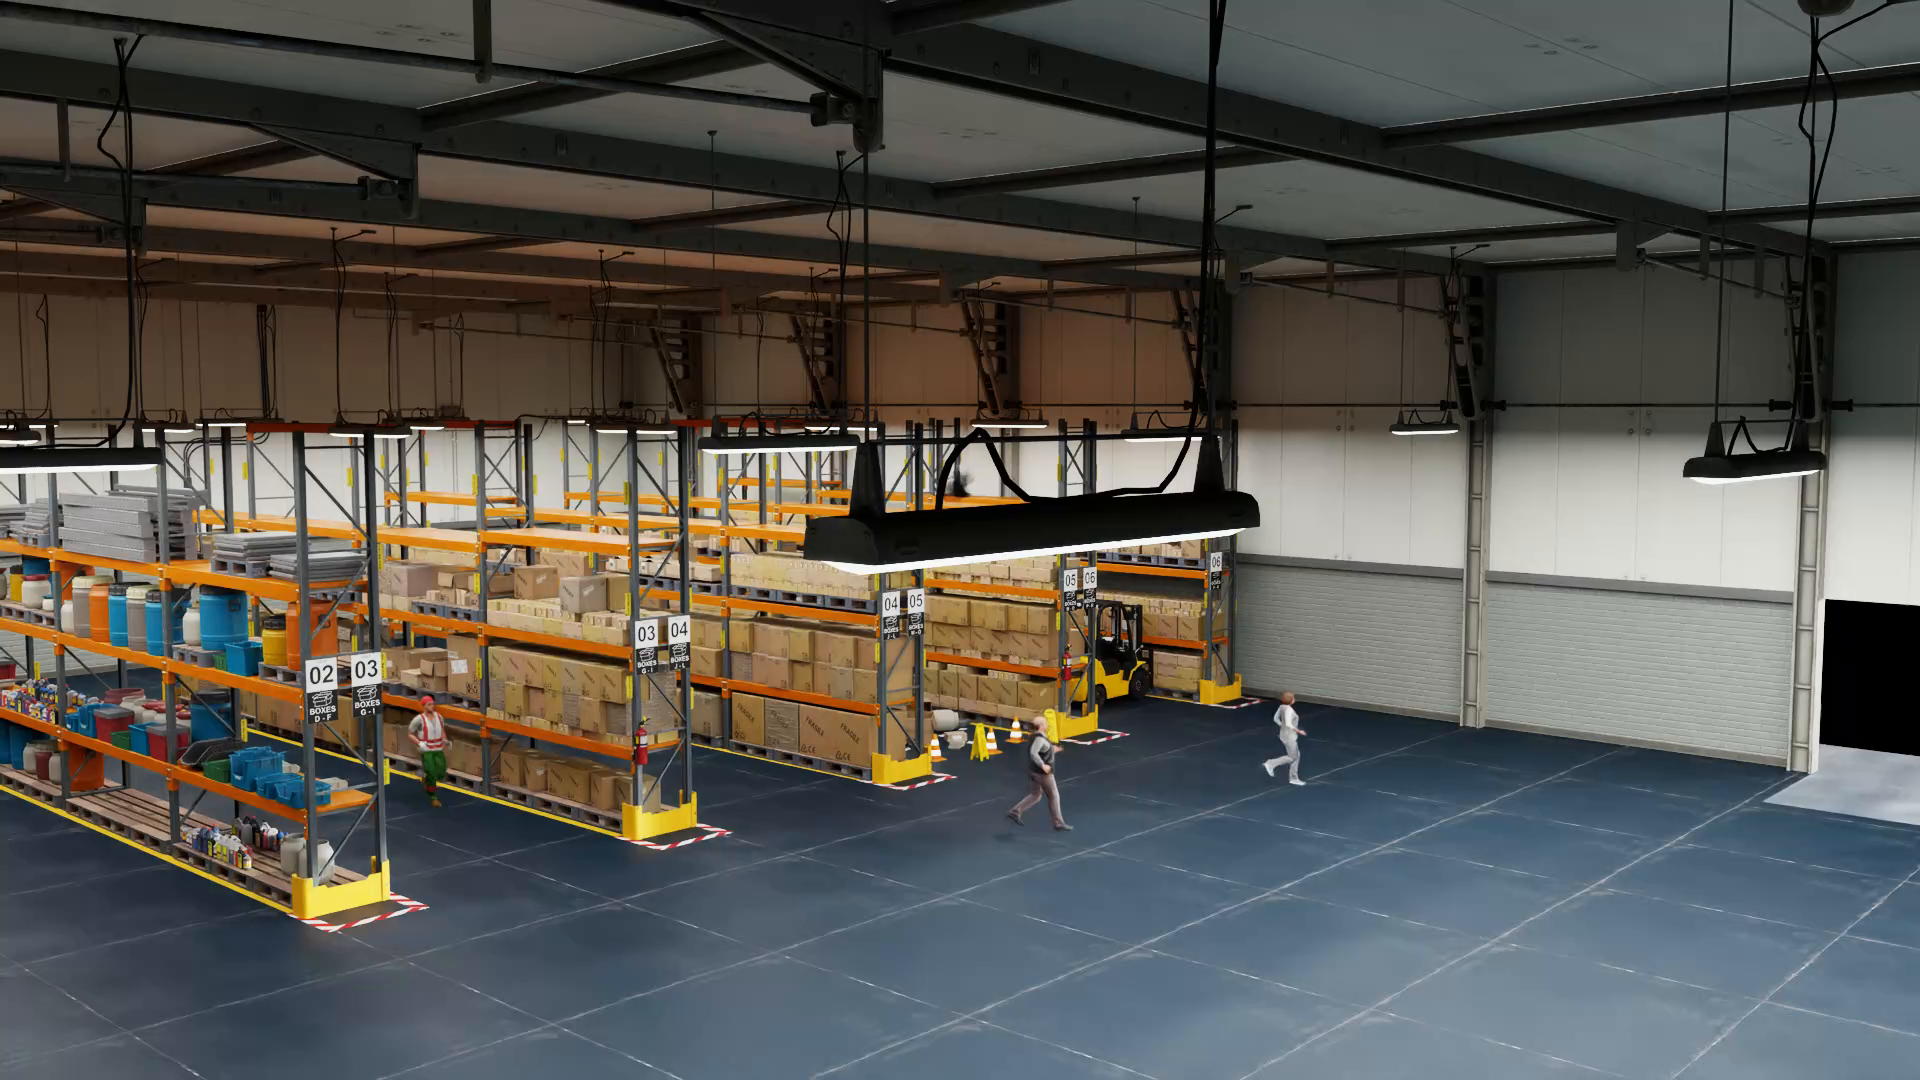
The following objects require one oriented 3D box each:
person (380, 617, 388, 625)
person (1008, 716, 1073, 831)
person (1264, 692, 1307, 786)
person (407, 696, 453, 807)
[{"bbox_3d":[-13.783,2.278,39.651,0.587,1.684,0.685,-2,5,-26],"label":"person"},{"bbox_3d":[1.198,3.446,24.536,0.971,1.701,0.657,-1,5,-14],"label":"person"},{"bbox_3d":[5.396,3.300,27.606,0.723,1.578,0.545,0,5,-4],"label":"person"},{"bbox_3d":[-8.410,3.322,26.284,0.615,1.743,0.656,4,6,40],"label":"person"}]
